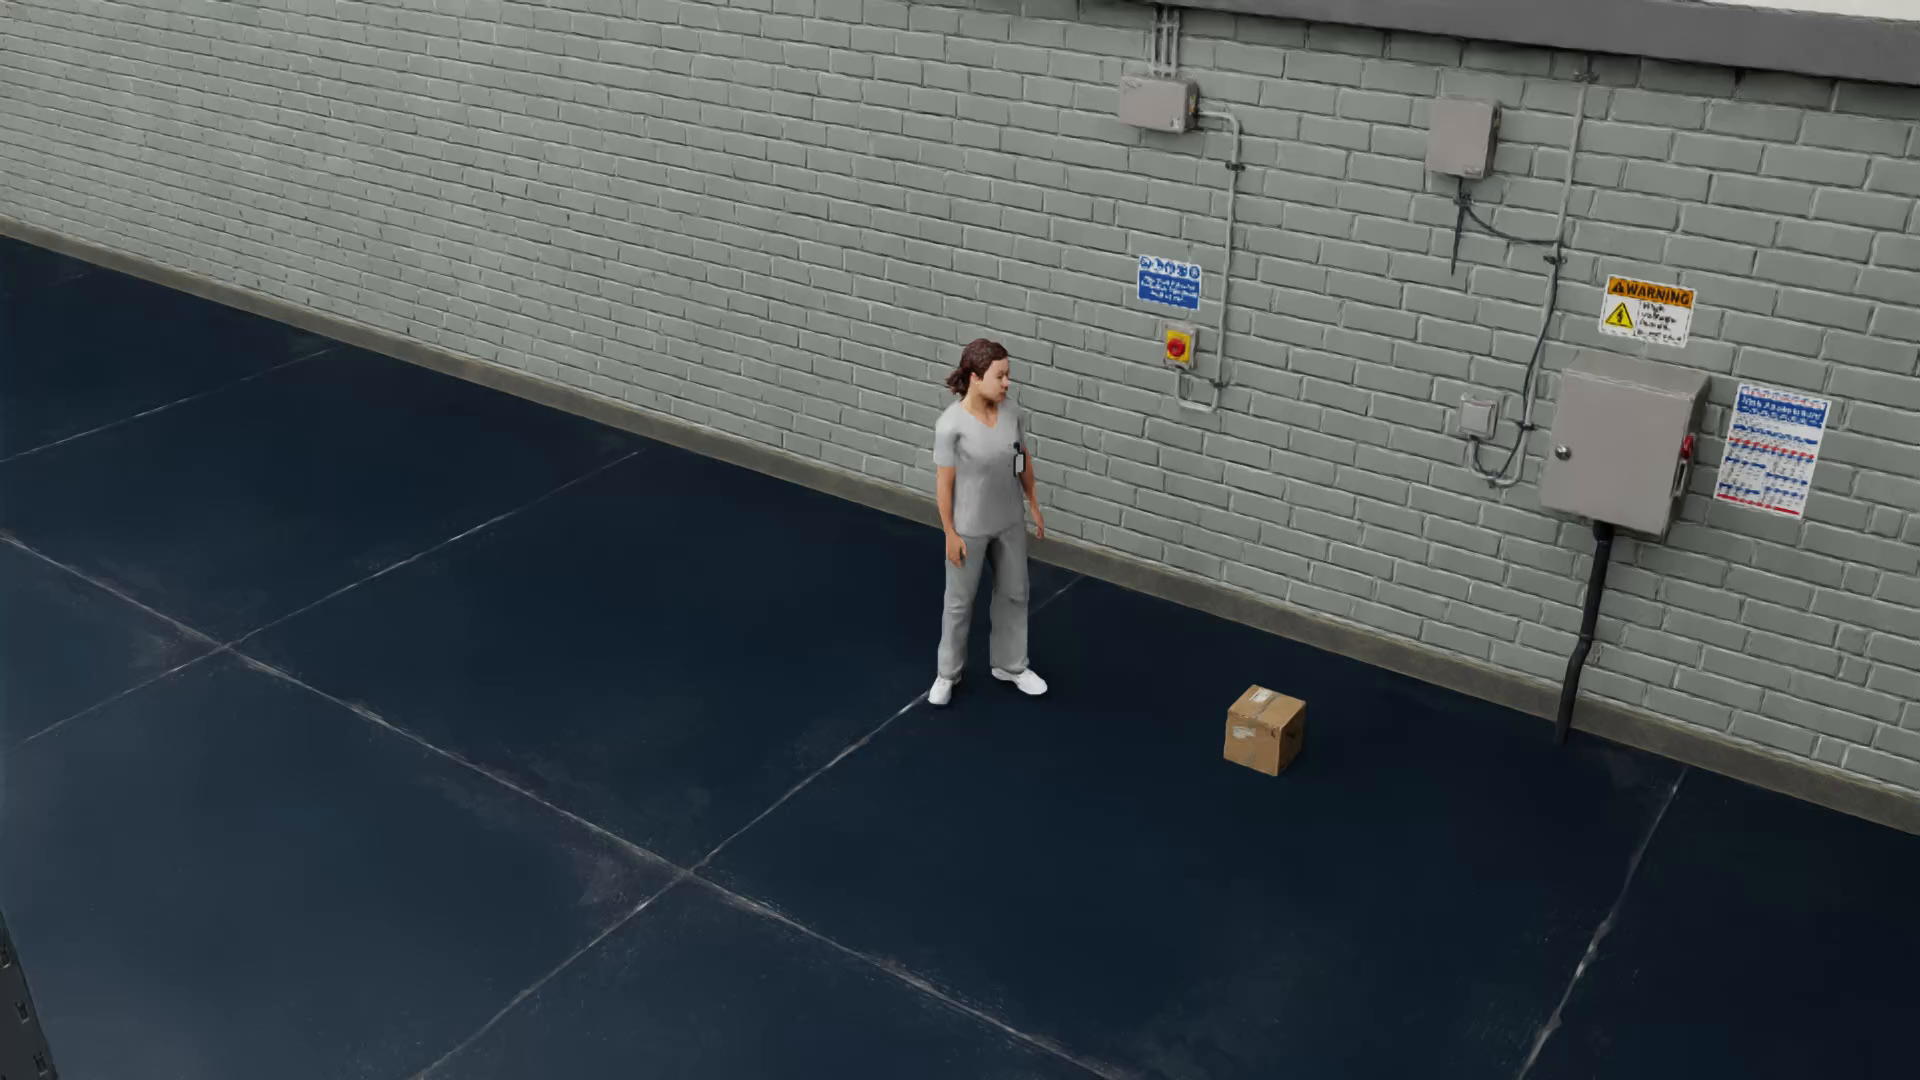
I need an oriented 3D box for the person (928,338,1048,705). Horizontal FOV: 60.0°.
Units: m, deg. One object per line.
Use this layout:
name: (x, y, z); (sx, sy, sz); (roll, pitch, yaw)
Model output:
person: (0.106, -0.068, 7.198); (0.564, 1.676, 0.380); (-14, 30, -25)
